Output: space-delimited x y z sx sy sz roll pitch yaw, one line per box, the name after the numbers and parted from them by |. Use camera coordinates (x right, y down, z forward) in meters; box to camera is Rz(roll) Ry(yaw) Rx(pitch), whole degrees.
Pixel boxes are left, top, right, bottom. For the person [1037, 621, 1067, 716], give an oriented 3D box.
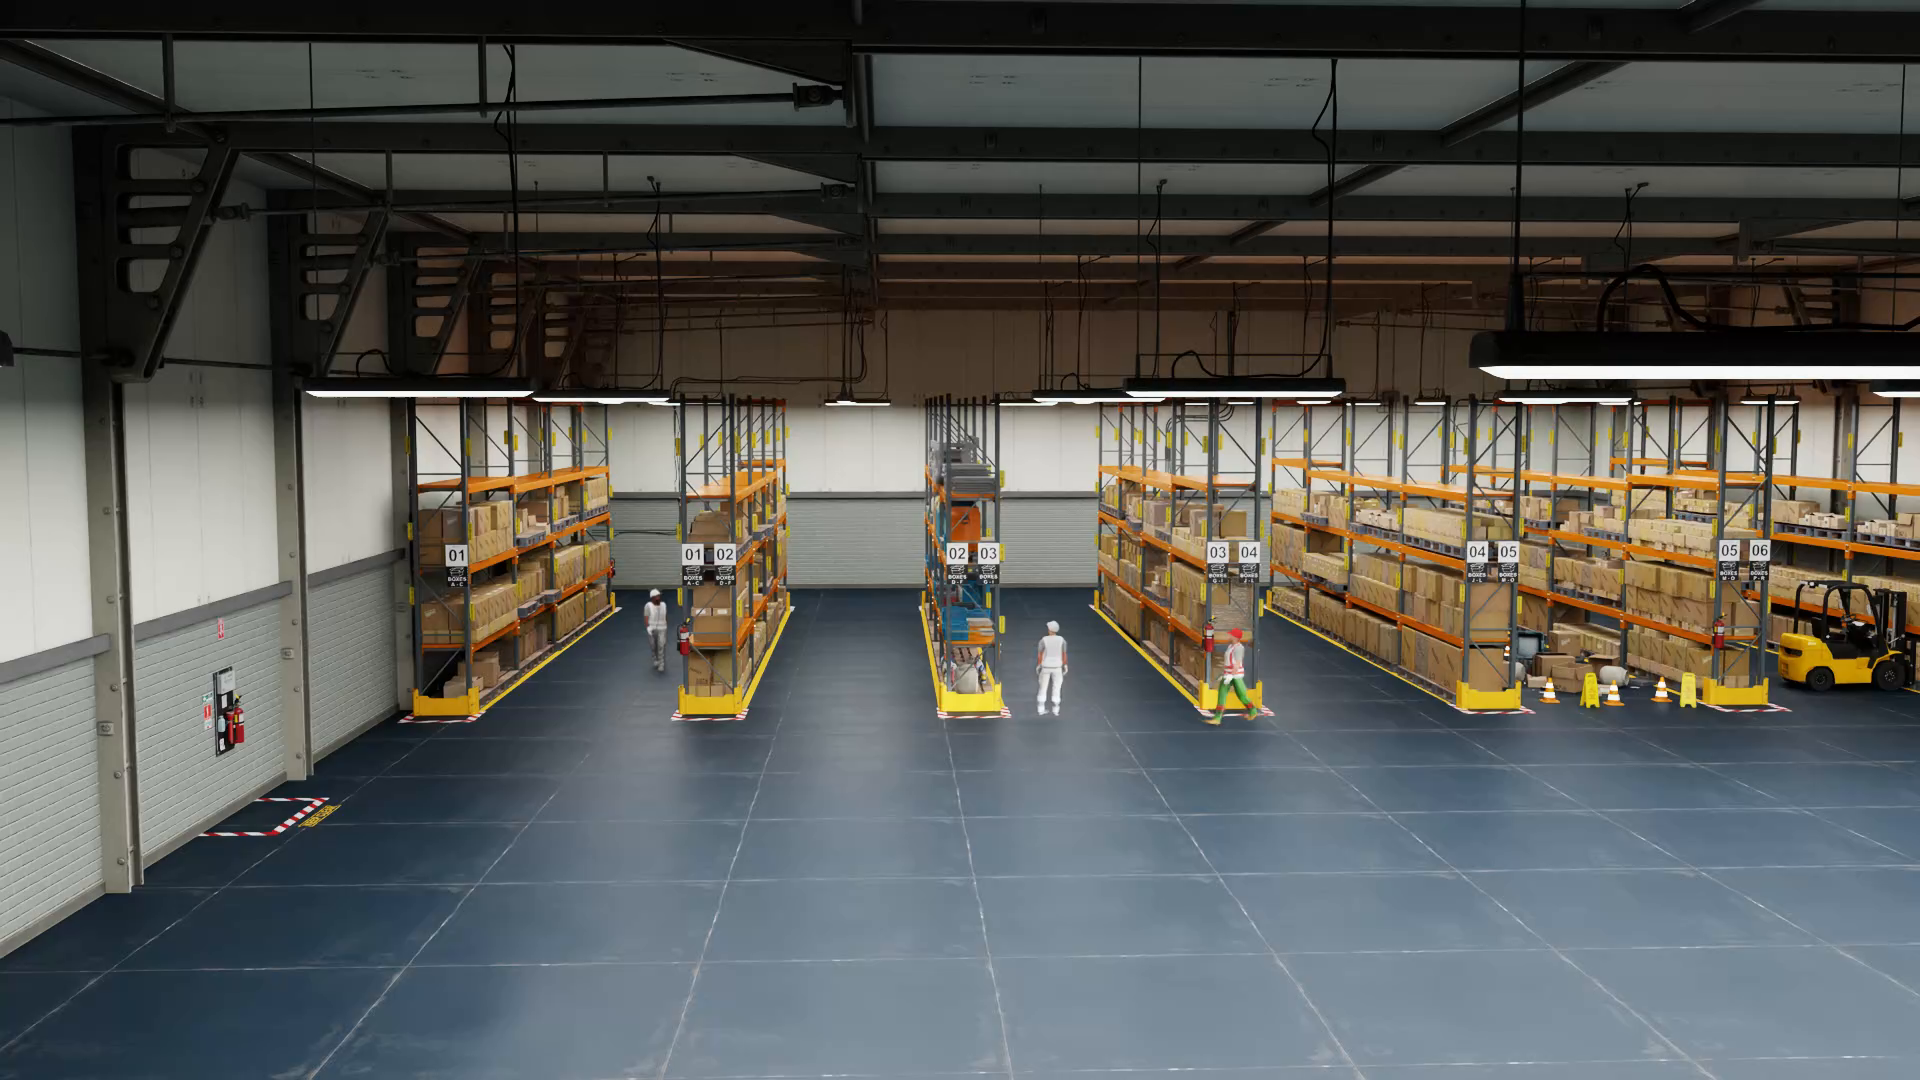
1.709 2.386 31.028 0.567 1.783 0.453 1 5 15 | person

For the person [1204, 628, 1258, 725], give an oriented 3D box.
4.948 2.471 30.066 1.052 1.756 0.486 -3 5 -33 | person

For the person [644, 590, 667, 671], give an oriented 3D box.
-6.669 1.959 36.420 0.488 1.739 0.972 0 5 -4 | person
